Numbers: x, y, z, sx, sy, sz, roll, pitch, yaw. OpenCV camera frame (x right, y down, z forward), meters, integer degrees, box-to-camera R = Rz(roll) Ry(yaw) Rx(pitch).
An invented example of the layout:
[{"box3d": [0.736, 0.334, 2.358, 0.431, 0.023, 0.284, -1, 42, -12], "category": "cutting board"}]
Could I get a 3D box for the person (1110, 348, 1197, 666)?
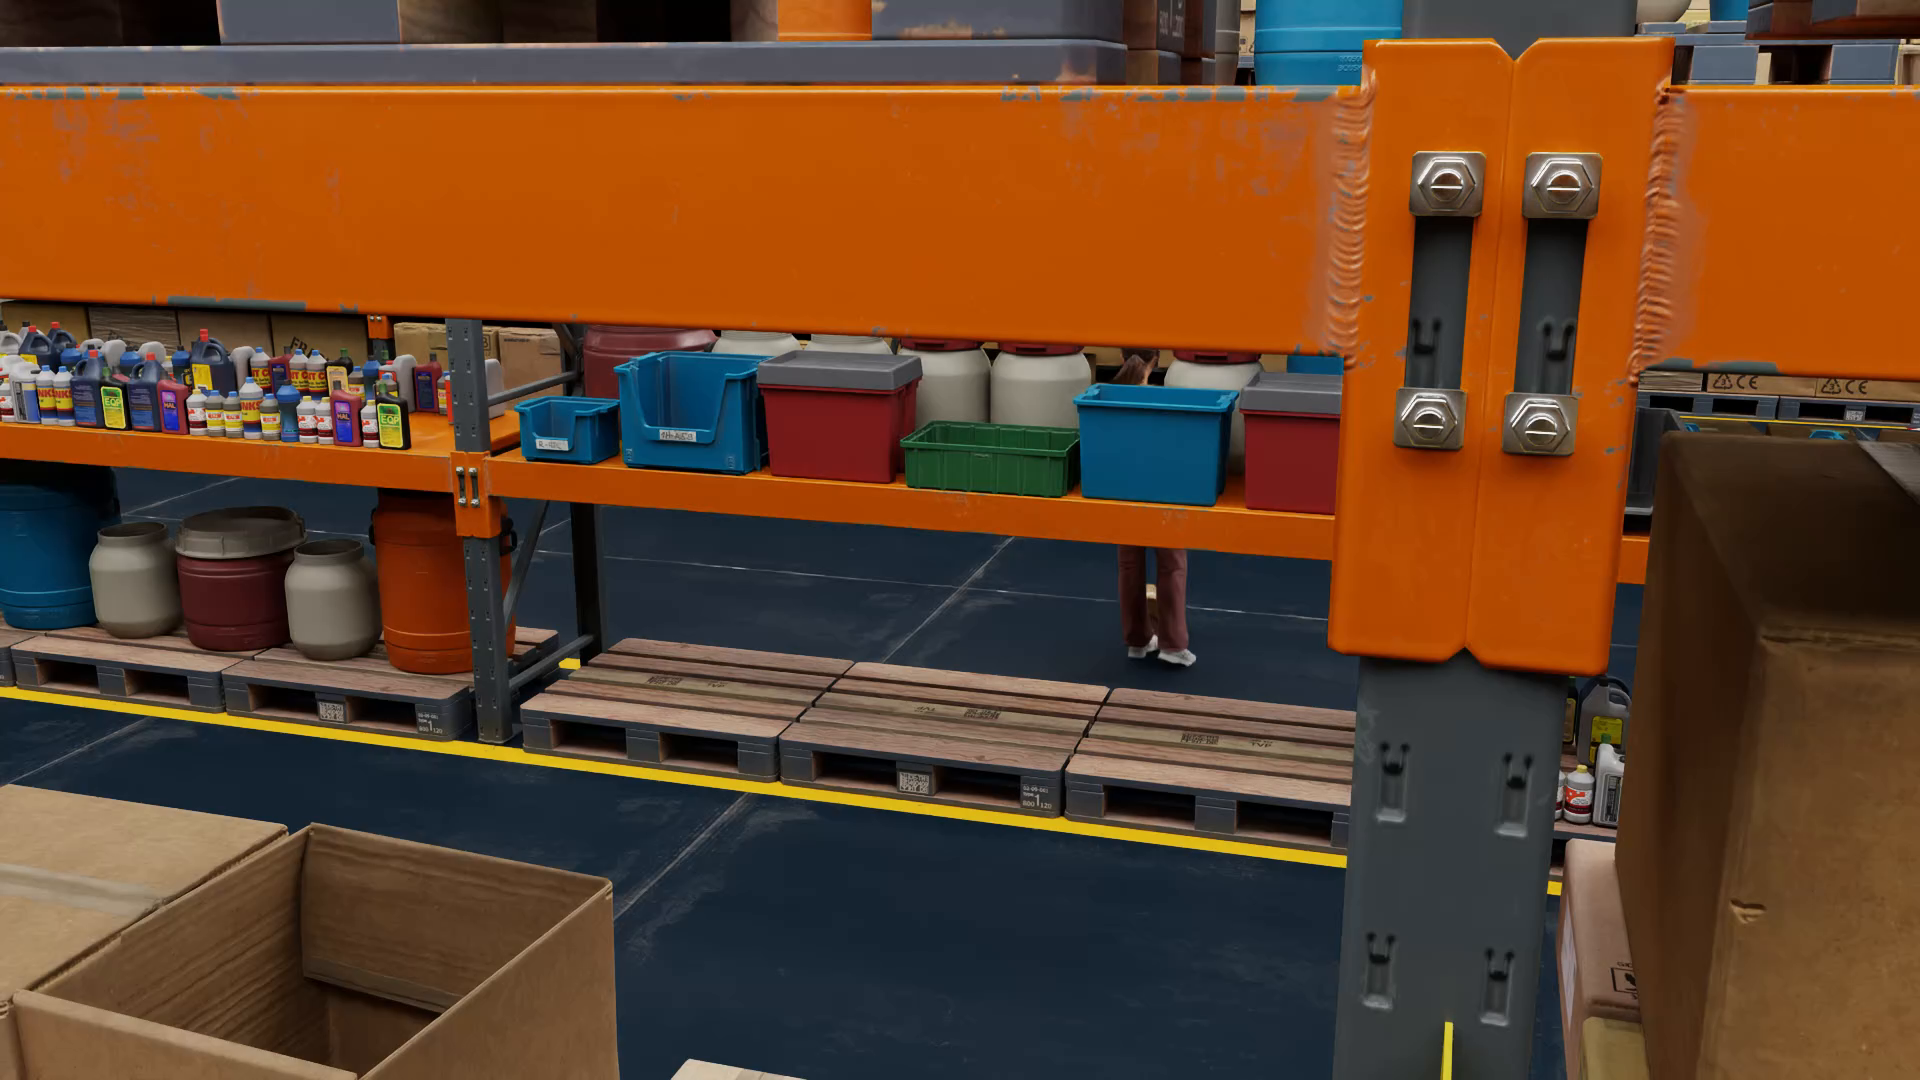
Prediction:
[{"box3d": [0.924, -0.188, 8.226, 0.503, 1.723, 0.496, 7, 16, 23], "category": "person"}]
